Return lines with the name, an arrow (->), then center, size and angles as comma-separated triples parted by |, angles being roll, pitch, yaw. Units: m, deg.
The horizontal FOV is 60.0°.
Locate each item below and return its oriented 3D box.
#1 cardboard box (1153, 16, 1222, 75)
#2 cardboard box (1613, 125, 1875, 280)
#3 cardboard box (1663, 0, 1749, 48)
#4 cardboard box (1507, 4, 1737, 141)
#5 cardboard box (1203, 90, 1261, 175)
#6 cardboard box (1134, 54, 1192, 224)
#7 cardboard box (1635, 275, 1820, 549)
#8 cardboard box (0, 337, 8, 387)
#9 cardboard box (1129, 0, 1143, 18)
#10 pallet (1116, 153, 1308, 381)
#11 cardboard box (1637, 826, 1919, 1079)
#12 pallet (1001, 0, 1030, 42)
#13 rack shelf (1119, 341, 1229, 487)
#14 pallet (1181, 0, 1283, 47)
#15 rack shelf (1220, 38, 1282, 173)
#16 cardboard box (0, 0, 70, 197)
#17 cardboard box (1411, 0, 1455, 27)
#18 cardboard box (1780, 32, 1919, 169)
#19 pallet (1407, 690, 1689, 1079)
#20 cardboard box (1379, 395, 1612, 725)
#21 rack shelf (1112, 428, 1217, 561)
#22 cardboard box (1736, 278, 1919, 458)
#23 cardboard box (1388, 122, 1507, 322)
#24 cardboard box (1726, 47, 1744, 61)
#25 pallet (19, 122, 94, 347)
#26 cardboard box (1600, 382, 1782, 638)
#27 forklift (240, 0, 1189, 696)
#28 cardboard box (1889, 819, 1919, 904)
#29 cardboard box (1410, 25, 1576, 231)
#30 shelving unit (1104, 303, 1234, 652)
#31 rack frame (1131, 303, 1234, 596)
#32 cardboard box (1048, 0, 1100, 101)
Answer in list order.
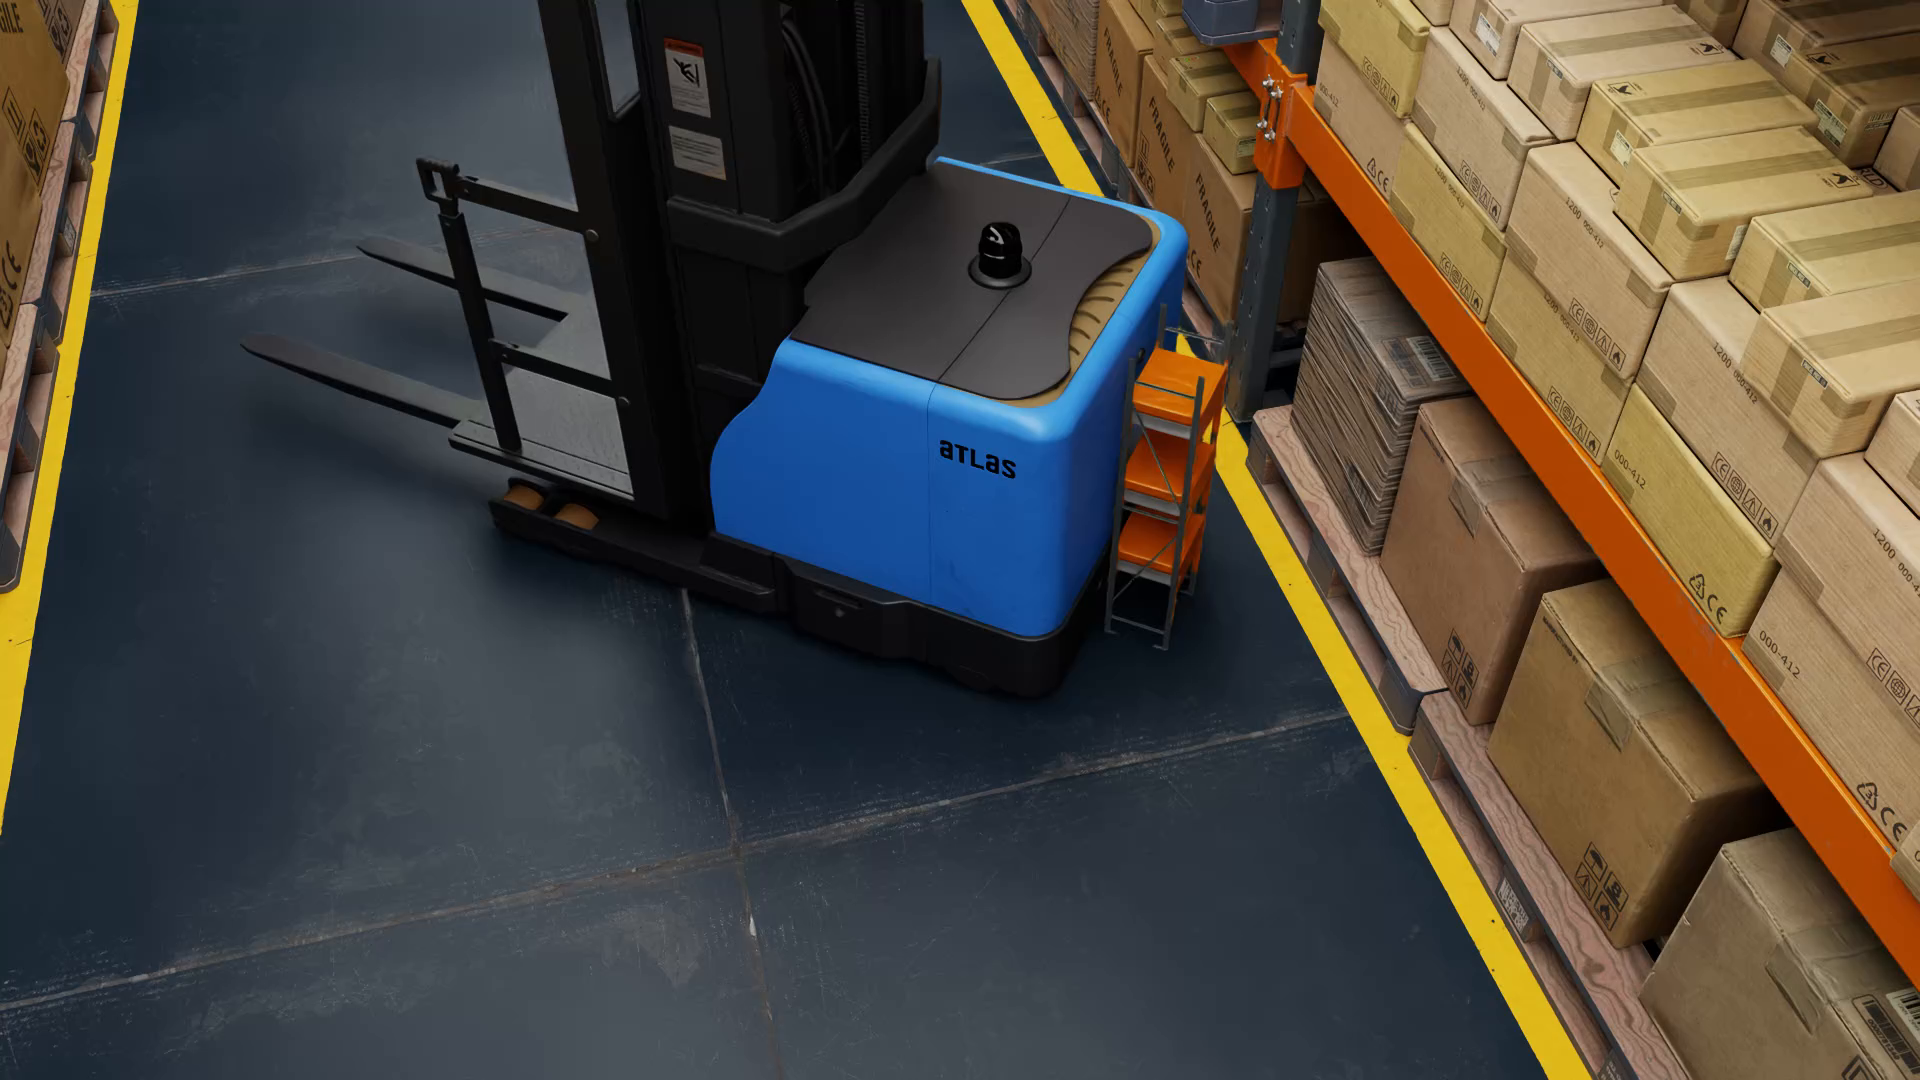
cardboard box -> 0.905, -1.735, 5.852 | 0.380, 0.149, 0.250 | -12, 47, -12
cardboard box -> 1.539, -0.668, 3.280 | 0.380, 0.149, 0.250 | -10, 46, -9
cardboard box -> 1.862, -1.293, 3.893 | 0.380, 0.149, 0.250 | -11, 47, -10
cardboard box -> 1.437, -1.022, 3.627 | 0.380, 0.149, 0.250 | -10, 46, -10
cardboard box -> 1.030, -1.363, 5.487 | 0.380, 0.149, 0.250 | -13, 47, -12
cardboard box -> 0.967, -1.441, 6.018 | 0.500, 0.500, 0.500 | -11, 47, -11
cardboard box -> 1.677, -0.282, 3.181 | 0.500, 0.250, 0.500 | -10, 46, -10
cardboard box -> -3.493, -0.554, 4.887 | 0.875, 0.875, 0.875 | -11, 47, -11
cardboard box -> 0.817, -2.098, 6.208 | 0.380, 0.149, 0.250 | -11, 47, -11
pallet -> 1.246, -1.115, 6.195 | 1.003, 0.211, 1.213 | -11, 47, -10
cardboard box -> 2.089, 0.981, 3.557 | 0.875, 0.625, 0.625 | -11, 47, -11
pallet -> 0.622, -2.800, 7.846 | 1.003, 0.211, 1.213 | -11, 47, -10
rack shelf -> 0.573, -0.338, 4.464 | 0.215, 0.259, 0.240 | 17, 48, 16
pallet -> 1.160, -1.957, 5.202 | 1.213, 0.211, 1.003 | -11, 47, -10
rack shelf -> 0.889, -2.698, 6.298 | 1.077, 0.370, 4.000 | -11, 47, -10
cardboard box -> -3.945, -1.788, 6.096 | 0.875, 0.875, 0.875 | -9, 46, -9
cardboard box -> 1.268, -1.373, 3.971 | 0.380, 0.149, 0.250 | -10, 46, -9
cardboard box -> 1.984, -0.942, 3.549 | 0.380, 0.149, 0.250 | -11, 47, -11
pallet -> 1.883, 0.823, 4.295 | 1.003, 0.211, 1.213 | -11, 47, -10
cardboard box -> 1.722, -0.002, 4.520 | 0.875, 0.625, 0.625 | -9, 46, -9
rack shelf -> 0.573, -0.140, 4.667 | 0.215, 0.259, 0.240 | 17, 48, 16
cardboard box -> 1.624, -0.310, 2.930 | 0.380, 0.149, 0.250 | -12, 47, -11
cardboard box -> 1.402, -0.817, 4.056 | 0.500, 0.250, 0.500 | -12, 47, -11
cardboard box -> 1.917, -1.079, 3.963 | 0.500, 0.250, 0.500 | -10, 46, -10
pallet -> -3.834, -1.082, 6.162 | 1.003, 0.211, 1.213 | -11, 47, -10
cardboard box -> 1.672, -0.105, 3.357 | 0.500, 0.250, 0.500 | -9, 46, -9
forklift -> -0.909, -1.299, 4.471 | 3.031, 2.935, 1.130 | 18, 48, 17
cardboard box -> 1.909, 0.599, 2.668 | 0.500, 0.250, 0.500 | -11, 47, -11
cardboard box -> 1.406, -0.995, 3.879 | 0.500, 0.250, 0.500 | -9, 46, -9
shelving unit -> 0.573, -0.147, 4.659 | 0.215, 1.050, 0.252 | 17, 48, 16
rack frame -> 0.622, -0.227, 4.737 | 0.200, 1.050, 0.008 | 17, 48, 16
cardboard box -> 0.679, -2.157, 6.720 | 0.500, 0.500, 0.500 | -12, 47, -12
